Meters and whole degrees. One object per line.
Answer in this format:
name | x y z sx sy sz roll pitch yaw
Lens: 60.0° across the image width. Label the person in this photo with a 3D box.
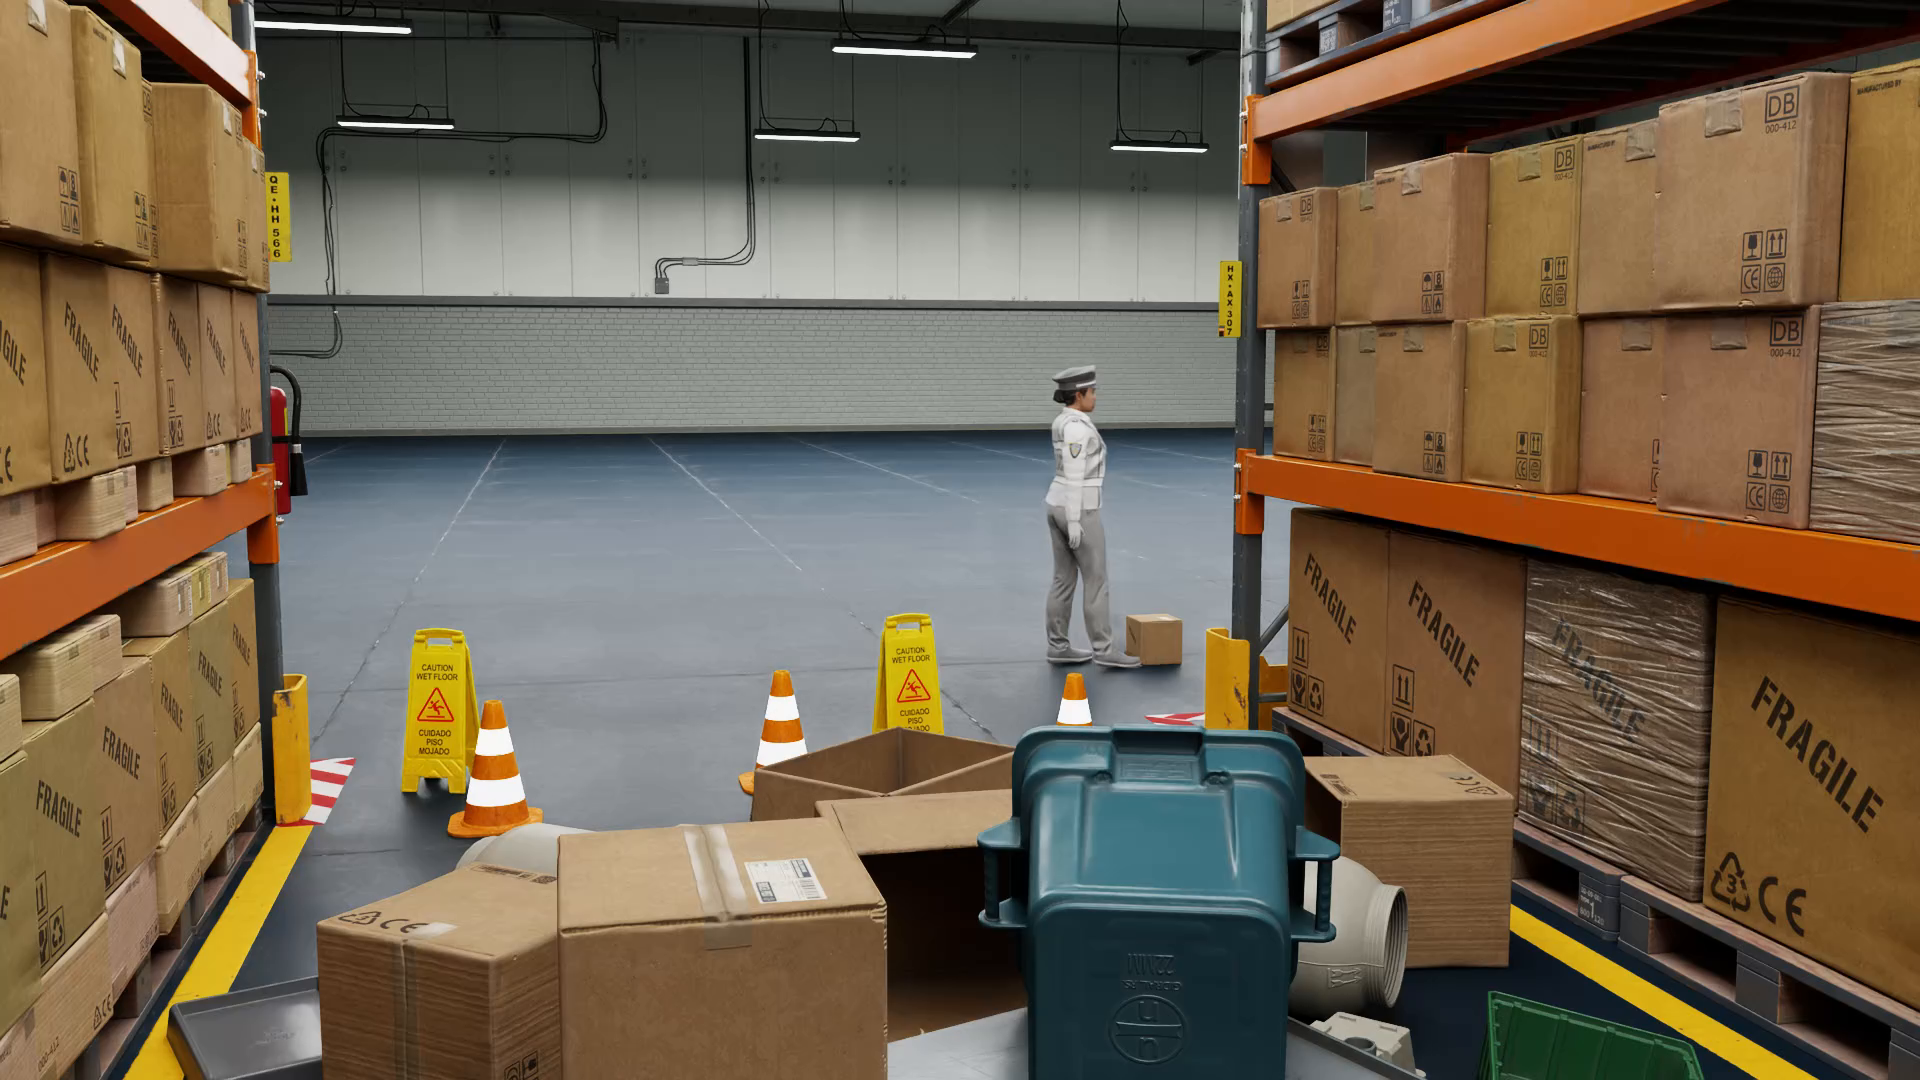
person | 0.735 -0.138 9.338 0.508 1.680 0.502 -1 6 -13
